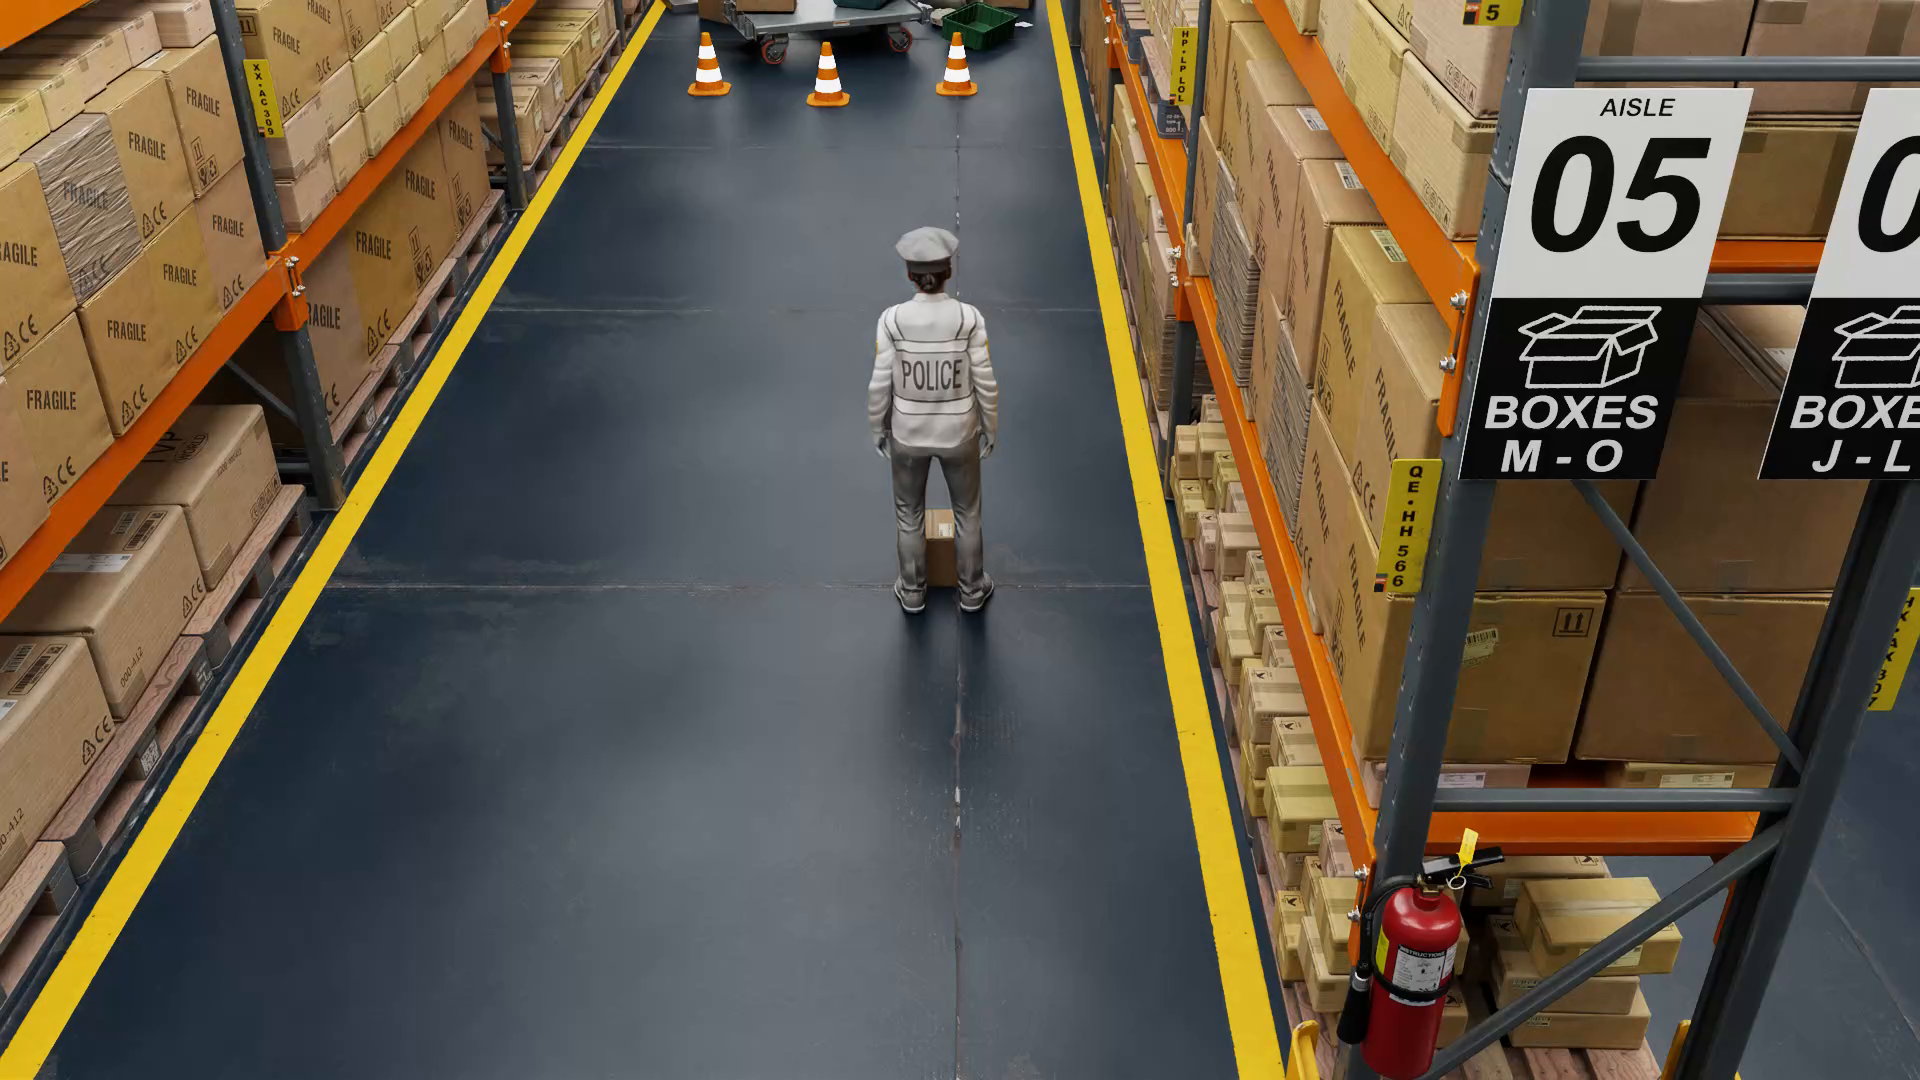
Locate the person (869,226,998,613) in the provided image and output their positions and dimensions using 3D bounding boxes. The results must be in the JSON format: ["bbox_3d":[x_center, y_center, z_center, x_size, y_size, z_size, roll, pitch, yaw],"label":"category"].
[{"bbox_3d":[-0.107,-0.441,6.845,0.529,1.663,0.371,0,32,0],"label":"person"}]
